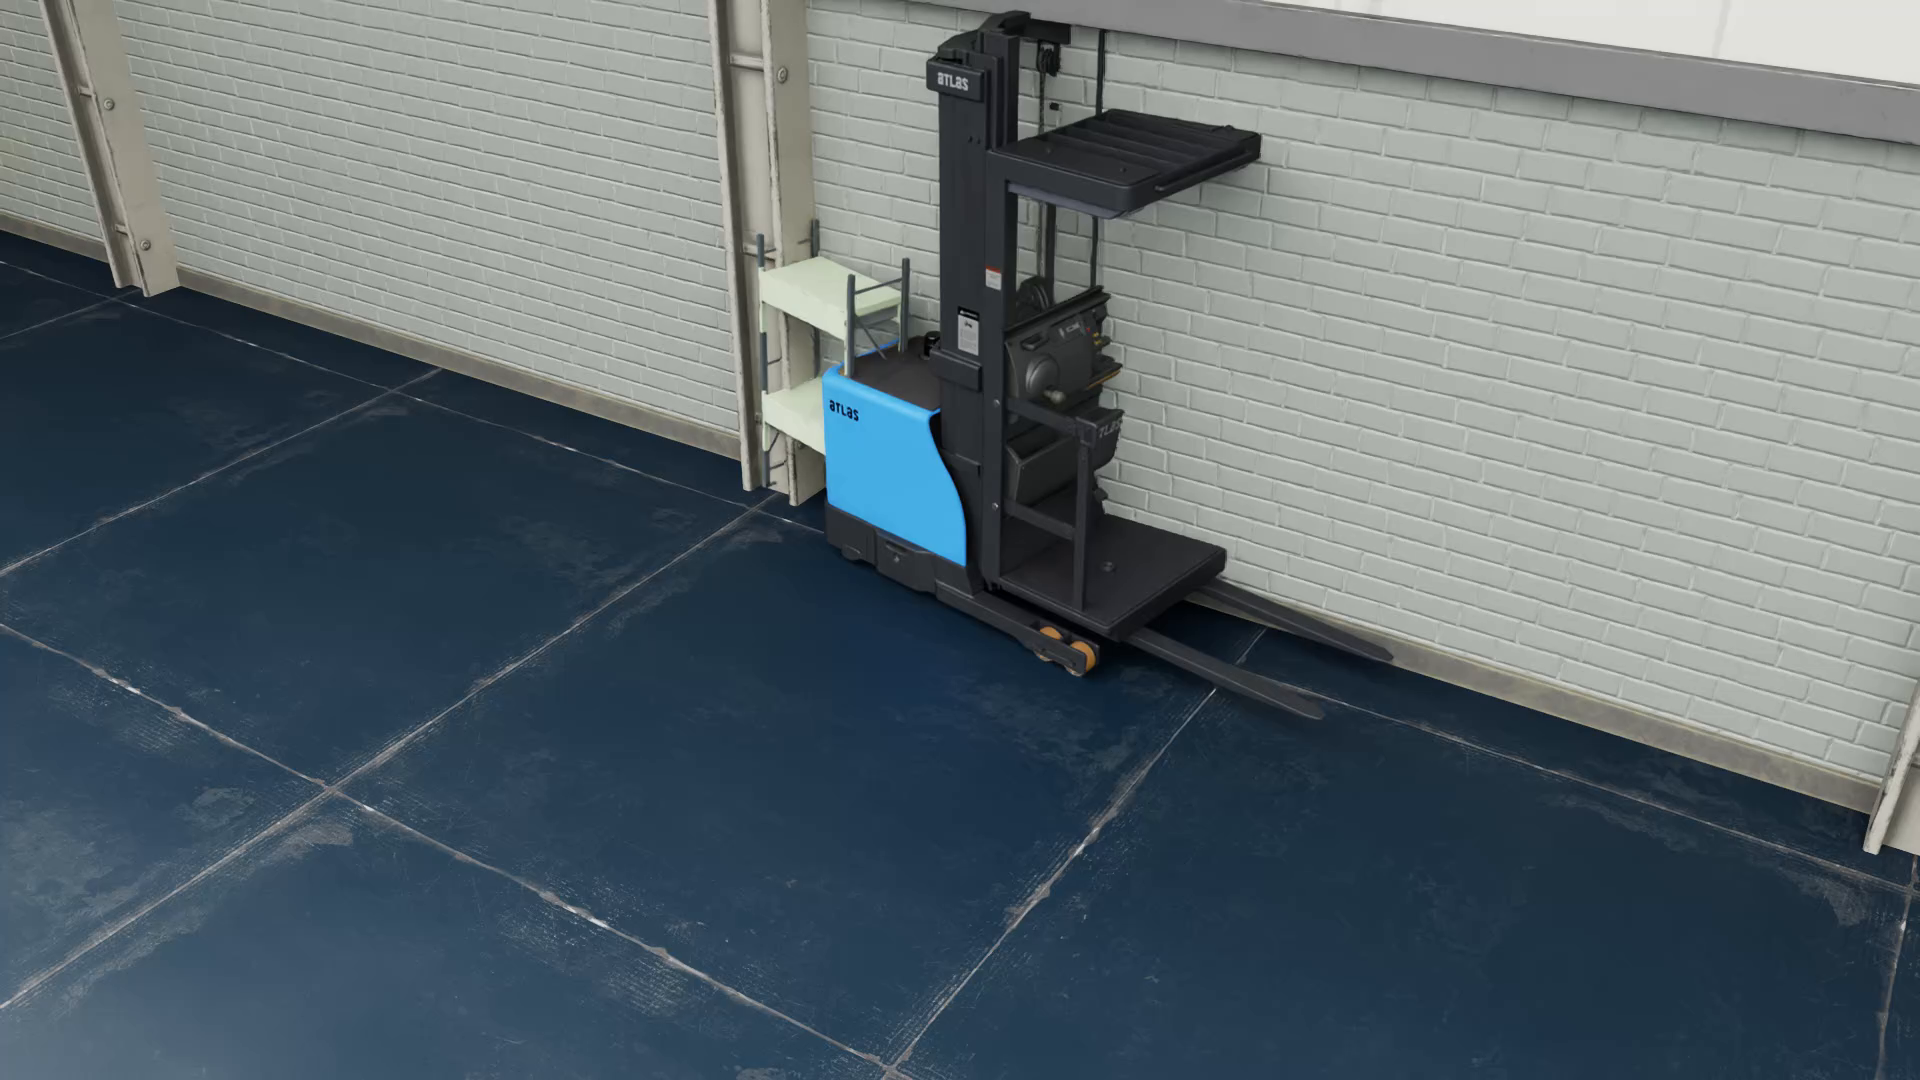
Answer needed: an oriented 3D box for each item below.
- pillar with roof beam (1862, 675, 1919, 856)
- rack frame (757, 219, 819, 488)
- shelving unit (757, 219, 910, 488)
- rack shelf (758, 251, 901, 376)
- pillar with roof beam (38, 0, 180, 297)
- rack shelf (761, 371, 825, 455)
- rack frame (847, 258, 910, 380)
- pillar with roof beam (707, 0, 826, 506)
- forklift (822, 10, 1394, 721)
[{"bbox_3d":[1.766,-0.755,1.613,0.400,9.000,9.100,18,35,27],"label":"pillar with roof beam"},{"bbox_3d":[-0.940,-1.011,9.194,0.400,1.500,0.023,-24,39,-37],"label":"rack frame"},{"bbox_3d":[-0.688,-0.869,8.969,0.431,1.500,0.755,-24,39,-37],"label":"shelving unit"},{"bbox_3d":[-0.673,-1.206,8.773,0.431,0.370,0.720,-24,39,-37],"label":"rack shelf"},{"bbox_3d":[-8.398,-3.969,7.124,0.400,9.000,9.100,18,35,27],"label":"pillar with roof beam"},{"bbox_3d":[-0.700,-0.588,9.133,0.431,0.370,0.720,-24,39,-37],"label":"rack shelf"},{"bbox_3d":[-0.437,-0.727,8.744,0.400,1.500,0.023,-24,39,-37],"label":"rack frame"},{"bbox_3d":[-3.316,-2.362,4.369,0.400,9.000,9.100,18,35,27],"label":"pillar with roof beam"},{"bbox_3d":[0.701,-0.902,7.888,3.031,2.935,1.130,24,38,35],"label":"forklift"}]
